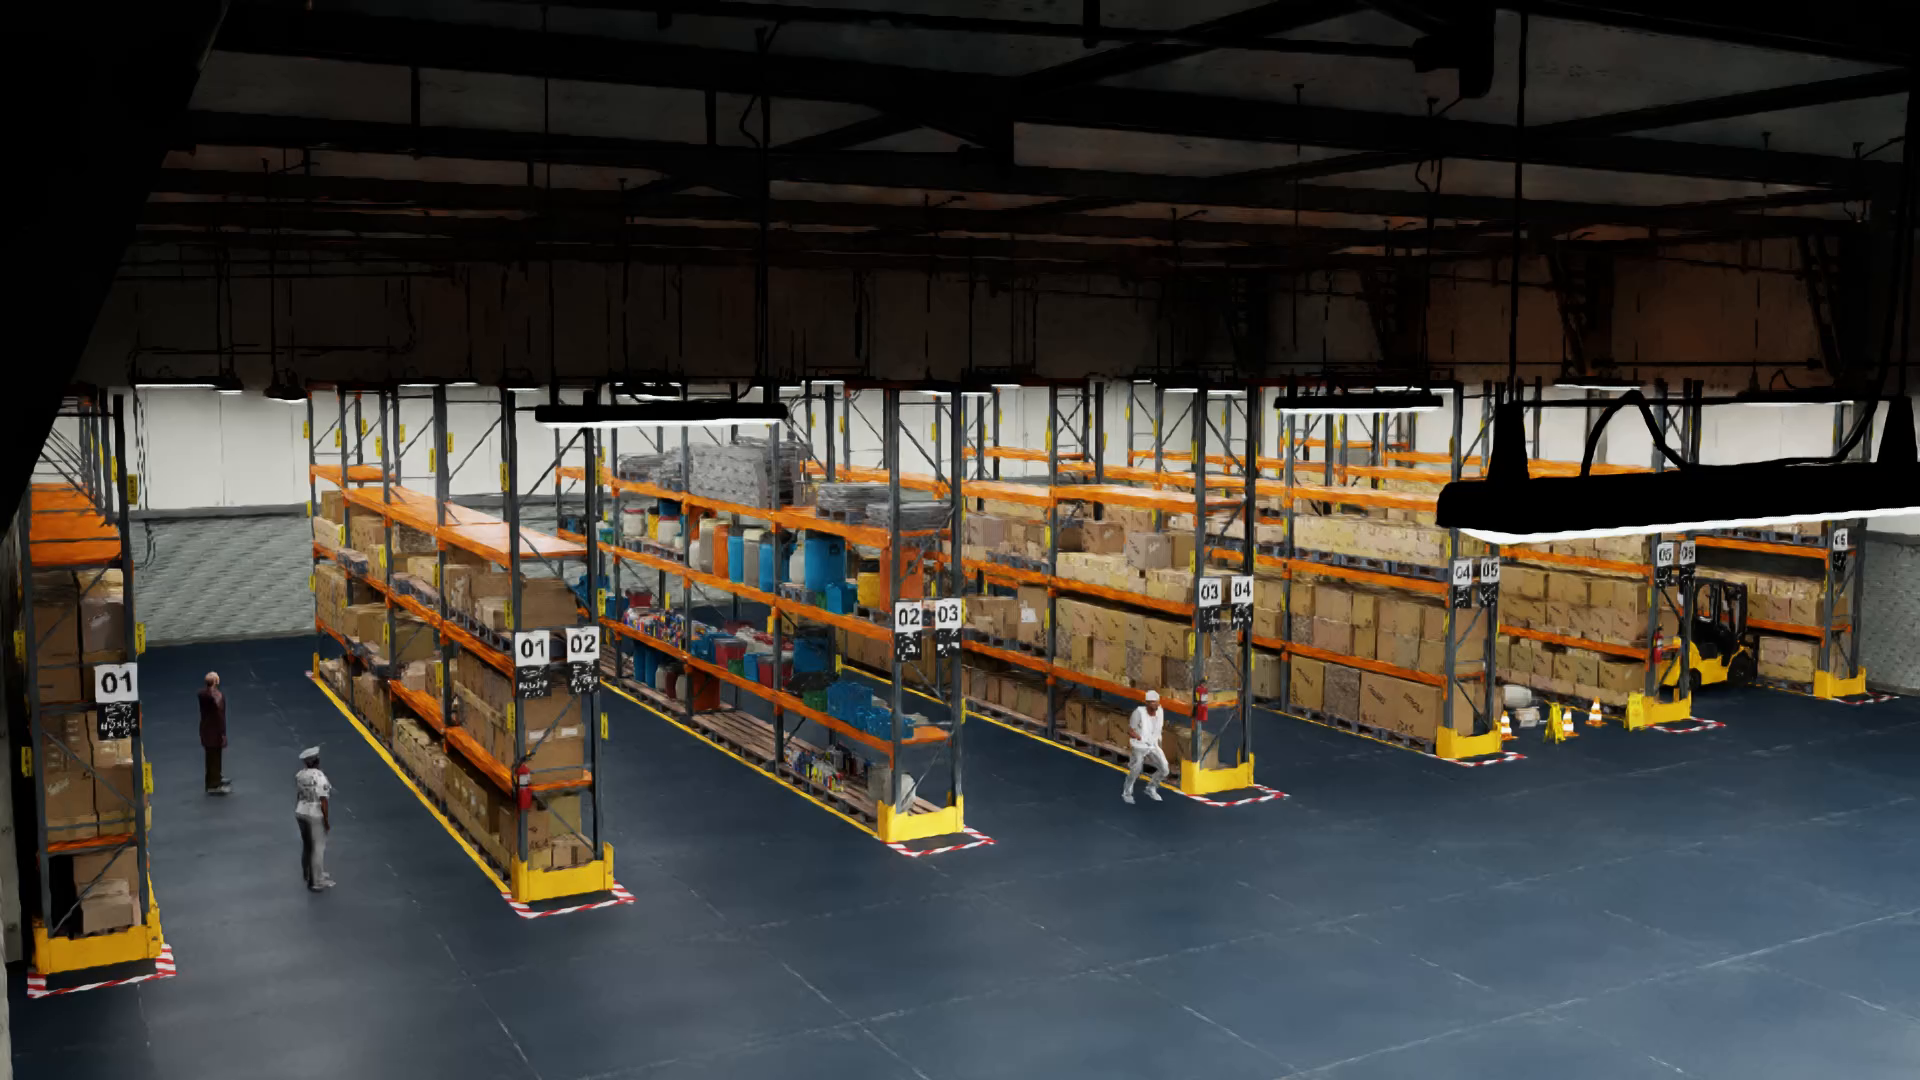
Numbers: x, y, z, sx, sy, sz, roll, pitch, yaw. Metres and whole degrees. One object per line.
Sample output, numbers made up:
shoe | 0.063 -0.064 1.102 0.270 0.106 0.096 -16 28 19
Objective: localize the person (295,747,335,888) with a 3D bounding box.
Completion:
person | -7.804 3.349 20.145 0.502 1.677 0.422 4 7 30

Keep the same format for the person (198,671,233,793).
person | -10.980 2.813 24.574 0.646 1.785 0.525 5 8 41

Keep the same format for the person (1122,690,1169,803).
person | 2.696 2.964 23.801 0.703 1.707 0.791 -3 7 -23
